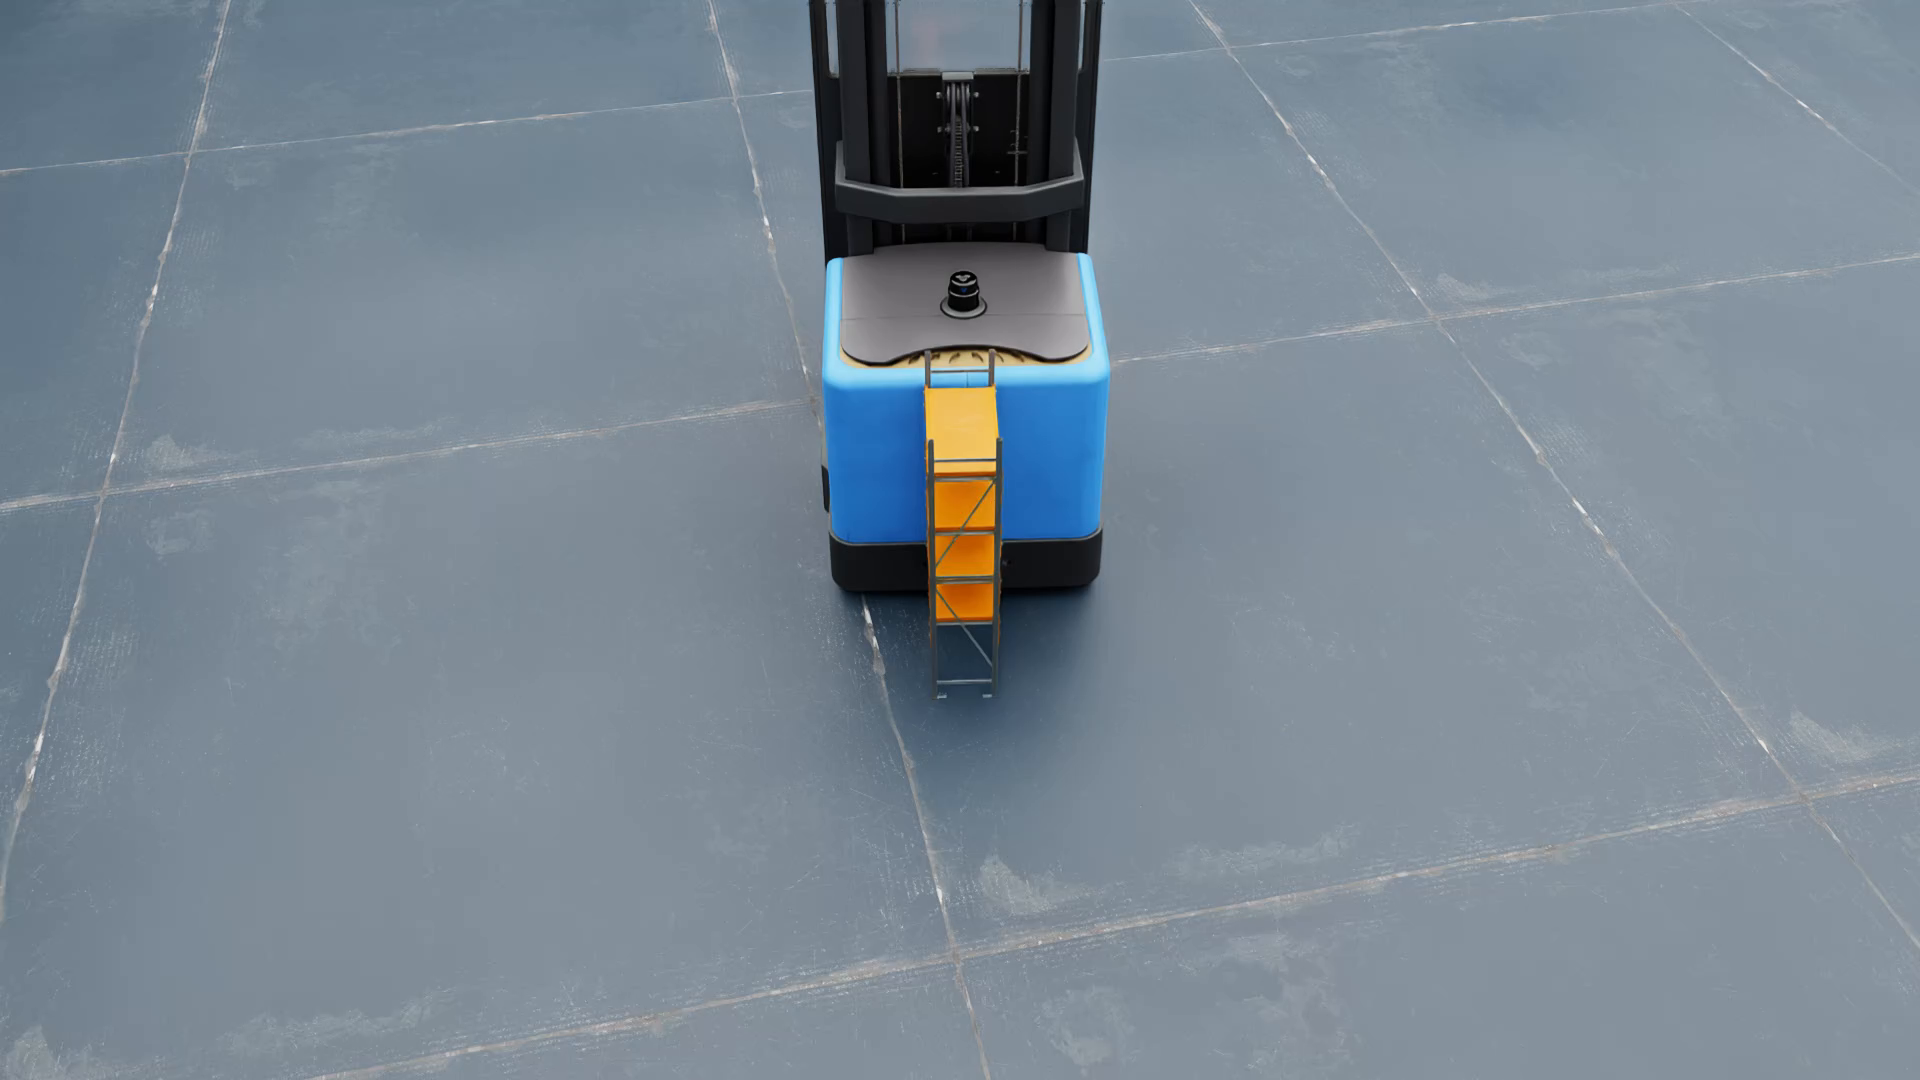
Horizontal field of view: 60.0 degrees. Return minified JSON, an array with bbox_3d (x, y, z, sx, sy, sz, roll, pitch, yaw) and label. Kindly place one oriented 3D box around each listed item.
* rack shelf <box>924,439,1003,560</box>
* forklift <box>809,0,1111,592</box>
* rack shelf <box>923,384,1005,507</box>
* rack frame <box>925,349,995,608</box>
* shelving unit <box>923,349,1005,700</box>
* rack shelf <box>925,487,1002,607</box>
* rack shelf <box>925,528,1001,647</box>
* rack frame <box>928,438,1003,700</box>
[{"bbox_3d":[0.008,-0.150,5.779,0.258,0.148,0.480,-1,42,-2],"label":"rack shelf"},{"bbox_3d":[-0.026,-1.858,6.635,1.130,2.935,3.031,-1,42,-2],"label":"forklift"},{"bbox_3d":[0.008,-0.326,5.622,0.258,0.148,0.480,-1,42,-2],"label":"rack shelf"},{"bbox_3d":[-0.001,-0.194,6.065,0.240,1.200,0.015,-1,42,-2],"label":"rack frame"},{"bbox_3d":[0.008,-0.033,5.883,0.258,1.200,0.503,-1,42,-2],"label":"shelving unit"},{"bbox_3d":[0.008,0.018,5.928,0.258,0.148,0.480,-1,42,-2],"label":"rack shelf"},{"bbox_3d":[0.008,0.166,6.059,0.258,0.148,0.480,-1,42,-2],"label":"rack shelf"},{"bbox_3d":[0.017,0.129,5.701,0.240,1.200,0.015,-1,42,-2],"label":"rack frame"}]
